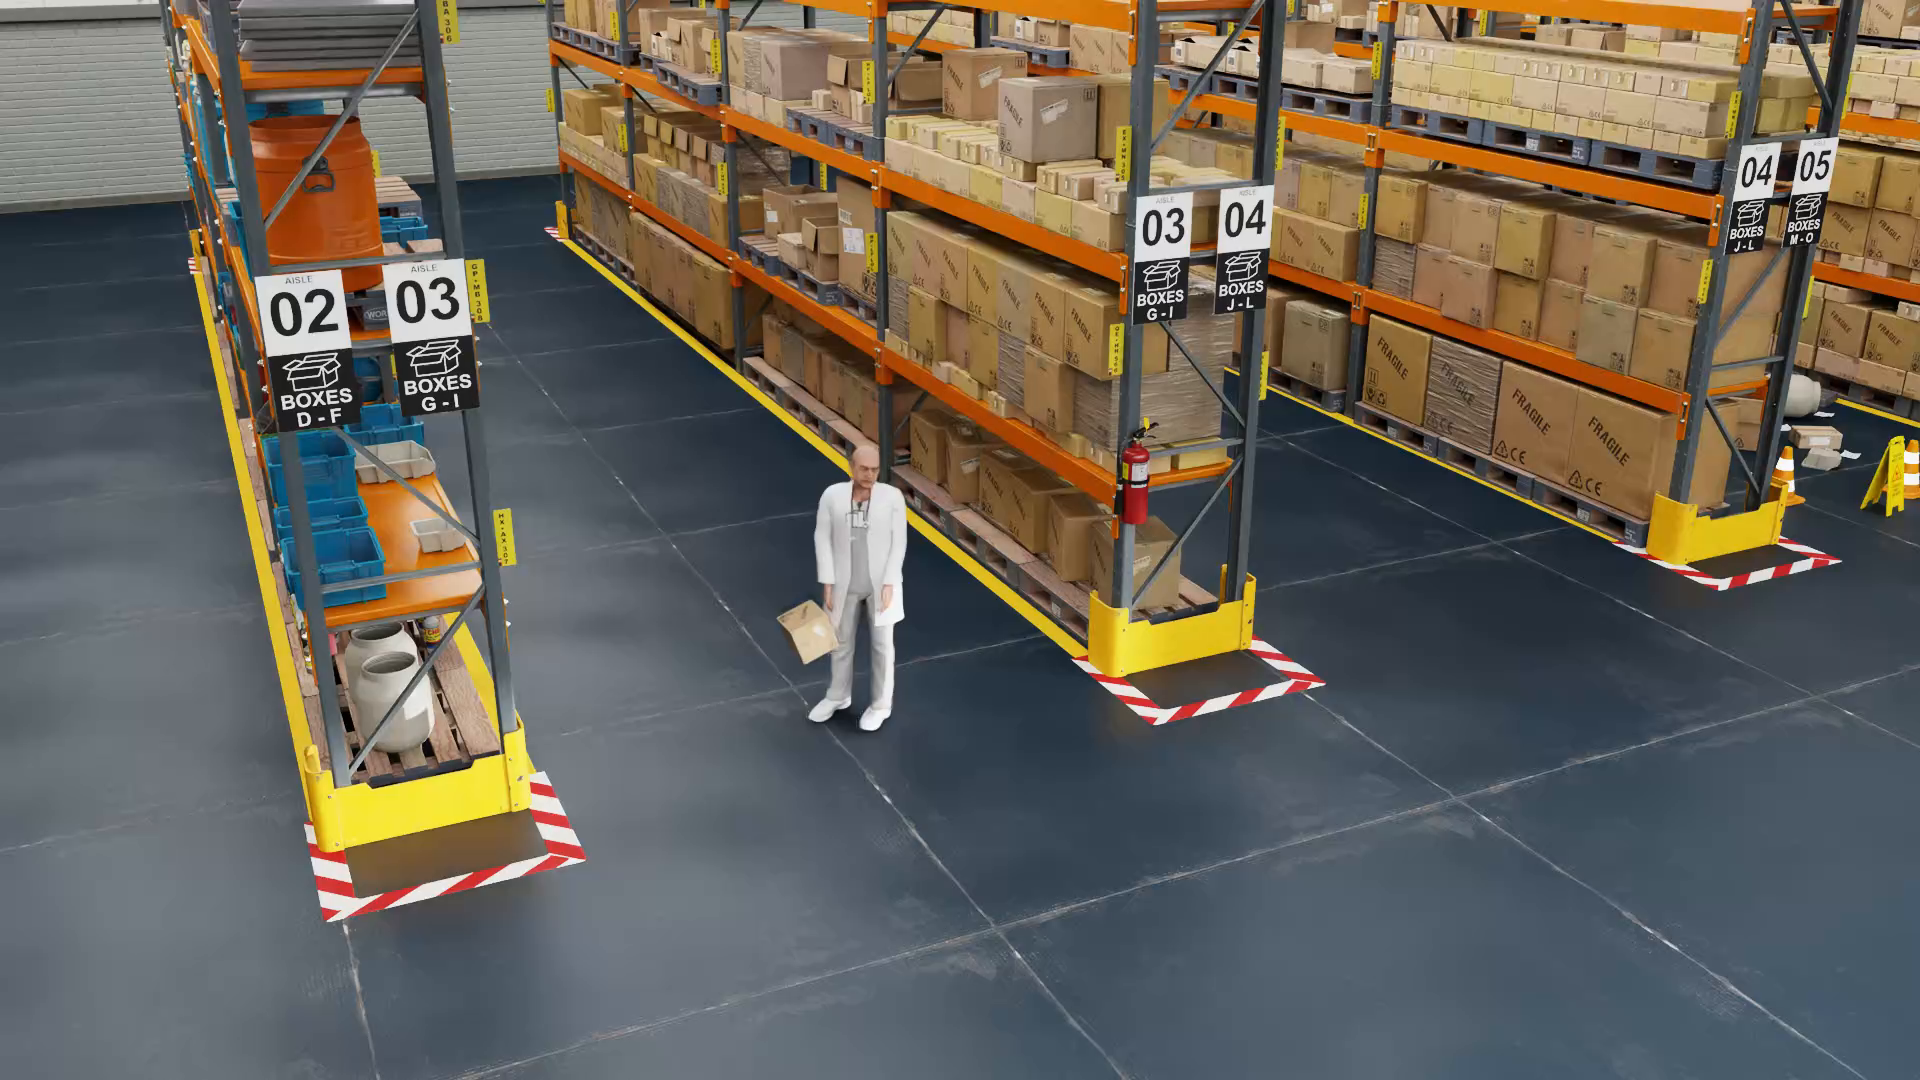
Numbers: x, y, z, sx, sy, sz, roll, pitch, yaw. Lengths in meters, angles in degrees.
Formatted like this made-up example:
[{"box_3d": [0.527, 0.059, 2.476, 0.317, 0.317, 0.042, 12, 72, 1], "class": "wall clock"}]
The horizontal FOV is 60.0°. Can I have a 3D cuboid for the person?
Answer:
[{"box_3d": [-0.646, 0.305, 10.235, 0.624, 1.787, 0.500, 2, 22, 6], "class": "person"}]
